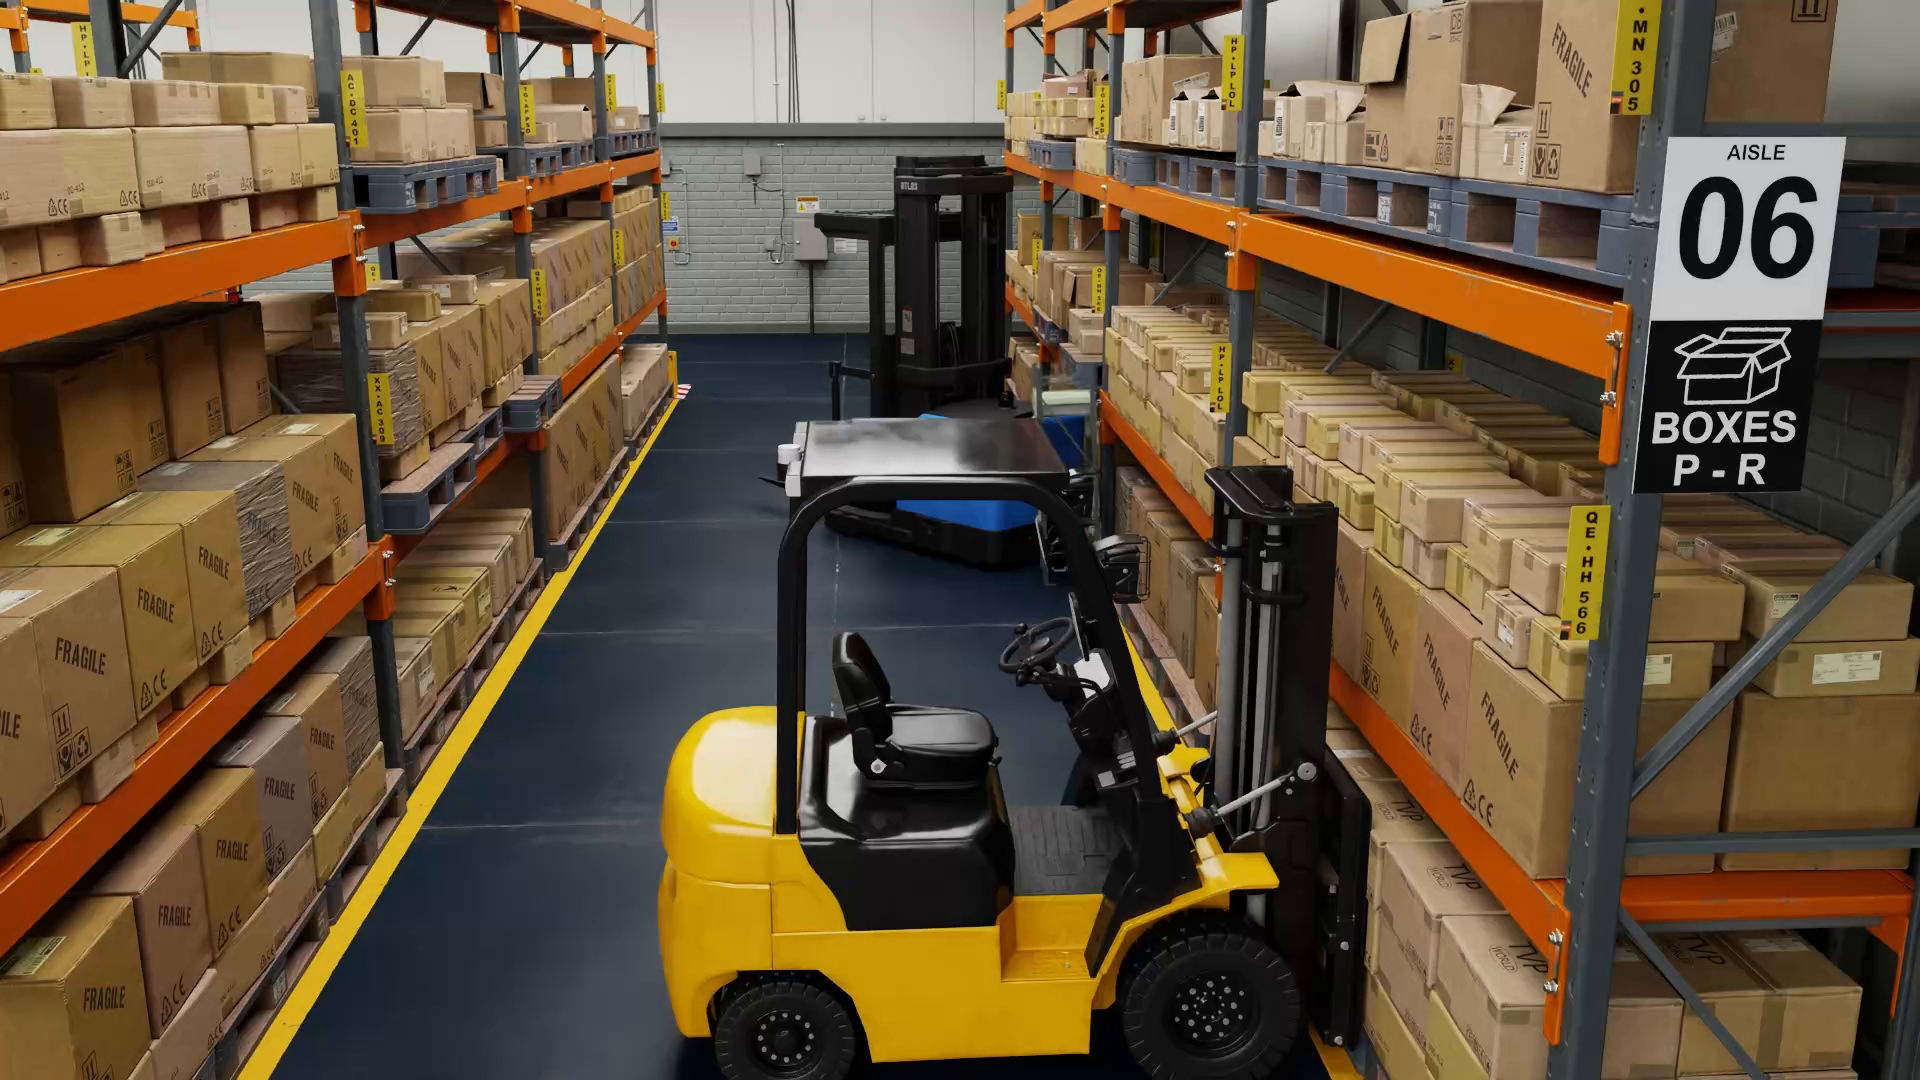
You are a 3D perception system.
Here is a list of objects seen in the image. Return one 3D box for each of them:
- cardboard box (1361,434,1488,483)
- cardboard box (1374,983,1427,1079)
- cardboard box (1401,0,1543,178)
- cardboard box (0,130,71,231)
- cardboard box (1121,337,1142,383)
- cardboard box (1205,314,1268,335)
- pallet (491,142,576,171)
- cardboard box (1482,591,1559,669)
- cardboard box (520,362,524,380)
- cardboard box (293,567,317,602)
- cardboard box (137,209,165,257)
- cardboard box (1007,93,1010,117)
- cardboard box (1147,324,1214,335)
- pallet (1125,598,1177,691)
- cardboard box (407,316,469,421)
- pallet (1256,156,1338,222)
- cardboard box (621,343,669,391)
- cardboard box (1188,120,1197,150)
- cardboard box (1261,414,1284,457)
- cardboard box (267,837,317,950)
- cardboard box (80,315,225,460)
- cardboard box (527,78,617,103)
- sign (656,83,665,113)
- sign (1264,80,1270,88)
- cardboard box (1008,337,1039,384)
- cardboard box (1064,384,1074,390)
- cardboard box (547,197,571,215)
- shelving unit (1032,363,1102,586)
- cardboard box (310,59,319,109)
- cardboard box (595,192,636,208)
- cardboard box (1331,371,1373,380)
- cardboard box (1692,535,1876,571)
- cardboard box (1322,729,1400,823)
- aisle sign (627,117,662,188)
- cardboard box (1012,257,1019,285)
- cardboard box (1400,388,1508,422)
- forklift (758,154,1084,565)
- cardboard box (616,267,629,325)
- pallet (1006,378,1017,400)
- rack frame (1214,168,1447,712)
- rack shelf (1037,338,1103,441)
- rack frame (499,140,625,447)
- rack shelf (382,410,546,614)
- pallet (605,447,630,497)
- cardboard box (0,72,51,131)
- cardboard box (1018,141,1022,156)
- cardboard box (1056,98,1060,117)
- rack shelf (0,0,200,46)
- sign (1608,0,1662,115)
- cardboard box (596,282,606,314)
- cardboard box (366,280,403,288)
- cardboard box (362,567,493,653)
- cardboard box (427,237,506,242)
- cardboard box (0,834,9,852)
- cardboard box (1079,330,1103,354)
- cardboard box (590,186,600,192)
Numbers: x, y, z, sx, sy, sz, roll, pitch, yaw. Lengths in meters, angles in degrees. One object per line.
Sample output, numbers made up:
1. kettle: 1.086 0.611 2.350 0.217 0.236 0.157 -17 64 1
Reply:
1. cardboard box: 1.680 -0.287 6.025 0.380 0.149 0.250 -1 14 -3
2. cardboard box: 1.646 1.642 5.301 0.500 0.250 0.500 -1 14 -3
3. cardboard box: 1.778 -1.366 5.053 0.700 0.500 0.500 -1 14 -3
4. cardboard box: -2.729 -0.952 4.391 0.500 0.250 0.500 -1 14 -4
5. cardboard box: 1.330 -1.171 10.856 0.500 0.250 0.500 0 14 -2
6. cardboard box: 1.822 -1.396 10.932 0.380 0.149 0.250 -1 14 -3
7. pallet: -3.603 -2.961 12.876 1.003 0.211 1.213 0 14 -1
8. cardboard box: 1.665 0.242 4.565 0.380 0.149 0.250 -1 14 -3
9. cardboard box: -3.094 -1.101 10.947 0.380 0.149 0.250 -1 14 -3
10. cardboard box: -2.905 0.157 6.901 0.380 0.149 0.250 -1 14 -3
11. cardboard box: -2.779 -0.978 5.292 0.380 0.149 0.250 -1 14 -5
12. cardboard box: 0.798 -4.882 18.662 0.500 0.250 0.500 -1 14 -4
13. cardboard box: 1.376 -1.262 10.411 0.380 0.149 0.250 -1 14 -3
14. pallet: 1.601 0.618 10.200 1.003 0.211 1.213 -1 14 -3
15. cardboard box: -2.981 -0.933 8.991 0.500 0.500 0.500 -1 14 -4
16. pallet: 1.843 -1.444 6.775 1.003 0.211 1.213 -1 14 -3
17. cardboard box: -3.792 -1.952 18.894 0.875 0.438 0.875 -1 14 -5
18. cardboard box: 1.393 -2.097 8.599 0.380 0.149 0.250 -1 14 -4
19. cardboard box: 1.539 -0.460 7.294 0.380 0.149 0.250 -1 14 -2
20. cardboard box: -2.815 1.362 6.389 0.500 0.250 0.500 -1 14 -3
21. cardboard box: -3.369 -0.605 6.552 0.700 0.500 0.500 -1 14 -3
22. cardboard box: -3.801 -4.247 16.243 0.797 0.503 0.637 0 14 1
23. sign: -3.391 -5.001 18.804 0.100 0.325 0.005 -1 14 -3
24. sign: 2.071 -2.988 11.405 0.100 0.325 0.005 -1 14 -3
25. cardboard box: 0.964 -2.071 19.222 0.797 0.503 0.637 -1 15 -6
26. cardboard box: 1.147 -1.317 14.999 0.380 0.149 0.250 -2 15 -6
27. cardboard box: -3.936 -3.206 15.956 0.380 0.149 0.250 -1 14 -3
28. shelving unit: 0.753 -0.489 11.787 0.431 1.500 0.755 -2 9 1
29. cardboard box: -3.438 -2.389 8.728 0.500 0.250 0.500 -1 14 -3
30. cardboard box: -3.521 -3.466 16.969 0.380 0.149 0.250 -1 14 -3
31. cardboard box: 1.992 -0.766 8.483 0.380 0.149 0.250 -1 14 -5
32. cardboard box: 2.250 0.089 4.563 0.380 0.149 0.250 0 14 -2
33. cardboard box: 1.570 0.905 6.157 0.500 0.250 0.500 -1 14 -5
34. aisle sign: -3.628 -4.434 19.023 0.394 0.787 0.004 -1 14 -3
35. cardboard box: 0.846 -2.933 18.110 0.500 0.250 0.500 -1 14 -4
36. cardboard box: 2.090 -0.549 7.040 0.380 0.149 0.250 -1 14 -4
37. forklift: -0.435 -1.531 13.095 1.130 2.935 3.031 -14 20 -42
38. cardboard box: -3.453 -2.327 15.849 0.500 0.500 0.500 0 14 -2
39. pallet: 1.076 -1.662 19.064 1.003 0.211 1.213 -1 14 -3
40. rack frame: 1.764 -0.246 7.961 1.000 3.000 0.127 -1 14 -3
41. rack shelf: 1.393 -1.389 13.850 1.077 0.370 4.000 -1 14 -3
42. rack frame: -3.685 -2.158 15.392 1.000 3.000 0.127 -1 14 -3
43. rack shelf: -3.314 -0.317 9.683 1.077 0.370 4.000 -1 14 -3
44. pallet: -3.562 -0.616 14.999 1.003 0.211 1.213 -1 14 -3
45. cardboard box: -2.687 -1.171 4.442 0.380 0.149 0.250 -1 14 -4
46. cardboard box: 0.807 -4.095 17.408 0.380 0.149 0.250 -1 14 -3
47. cardboard box: 0.998 -3.562 13.693 0.380 0.149 0.250 -1 14 -3
48. rack shelf: -8.743 -5.109 16.273 1.077 0.370 4.000 -1 14 -3
49. sign: 1.470 -1.089 3.601 0.100 0.325 0.005 -1 14 -3
50. cardboard box: -3.377 -2.097 14.455 0.500 0.250 0.500 -1 14 -2
51. cardboard box: -3.641 -1.443 10.975 0.500 0.500 0.500 -1 14 -5
52. cardboard box: -3.317 0.419 9.808 0.950 0.372 0.625 0 14 -2
53. cardboard box: -3.795 -2.071 12.849 0.500 0.500 0.500 -1 14 -3
54. cardboard box: -2.786 0.798 4.409 0.380 0.149 0.250 -1 14 -3
55. cardboard box: 1.093 -1.480 12.418 0.380 0.149 0.250 -1 14 -2
56. cardboard box: -4.100 -3.843 18.432 0.380 0.149 0.250 -1 14 -2
